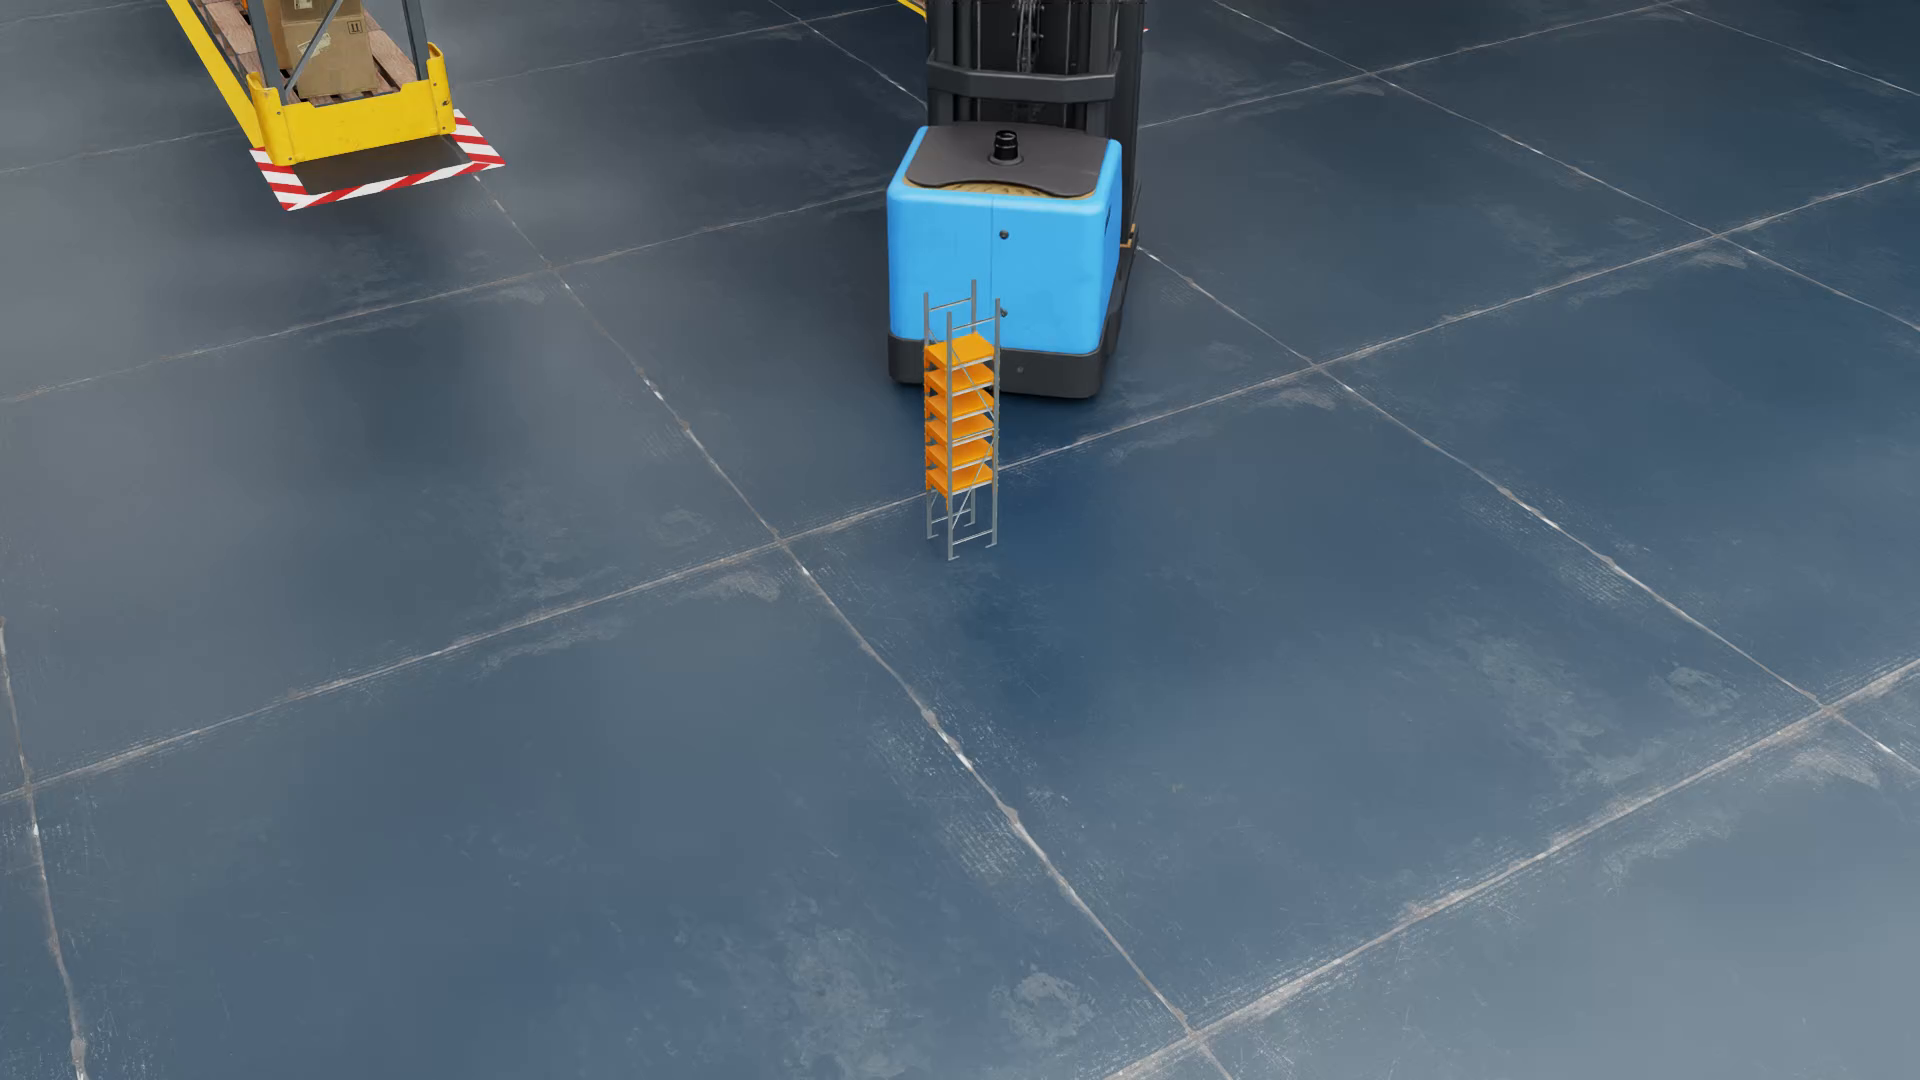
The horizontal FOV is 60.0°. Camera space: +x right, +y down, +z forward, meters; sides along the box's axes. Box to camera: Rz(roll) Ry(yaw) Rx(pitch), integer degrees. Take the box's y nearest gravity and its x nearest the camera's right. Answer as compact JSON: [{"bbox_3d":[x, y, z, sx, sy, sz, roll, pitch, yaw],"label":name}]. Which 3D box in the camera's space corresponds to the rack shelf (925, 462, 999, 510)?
[{"bbox_3d":[0.007,-0.247,7.054,0.258,0.103,0.180,-19,40,-24],"label":"rack shelf"}]

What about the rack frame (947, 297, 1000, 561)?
[{"bbox_3d":[0.053,-0.430,6.822,0.240,1.200,0.006,-19,40,-24],"label":"rack frame"}]

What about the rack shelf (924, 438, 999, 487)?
[{"bbox_3d":[0.007,-0.344,6.983,0.258,0.103,0.180,-19,40,-24],"label":"rack shelf"}]

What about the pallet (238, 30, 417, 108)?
[{"bbox_3d":[-4.261,-3.111,11.330,1.003,0.211,1.213,-19,40,-24],"label":"pallet"}]

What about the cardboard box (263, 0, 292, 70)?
[{"bbox_3d":[-4.474,-3.551,11.333,0.500,0.500,0.500,-9,37,-12],"label":"cardboard box"}]

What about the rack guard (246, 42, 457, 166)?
[{"bbox_3d":[-3.883,-2.803,10.663,1.175,0.500,0.348,-19,40,-24],"label":"rack guard"}]

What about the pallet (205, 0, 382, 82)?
[{"bbox_3d":[-4.869,-3.732,12.181,1.003,0.211,1.213,-19,40,-24],"label":"pallet"}]

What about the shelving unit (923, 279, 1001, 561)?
[{"bbox_3d":[0.007,-0.477,6.886,0.258,1.200,0.189,-19,40,-24],"label":"shelving unit"}]

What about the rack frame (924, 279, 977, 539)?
[{"bbox_3d":[-0.039,-0.524,6.950,0.240,1.200,0.006,-19,40,-24],"label":"rack frame"}]

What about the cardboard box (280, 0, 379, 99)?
[{"bbox_3d":[-4.144,-3.257,10.929,0.500,0.500,0.500,-12,38,-16],"label":"cardboard box"}]

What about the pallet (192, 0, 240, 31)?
[{"bbox_3d":[-5.486,-4.355,13.034,1.003,0.211,1.213,-19,40,-24],"label":"pallet"}]

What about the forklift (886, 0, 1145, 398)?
[{"bbox_3d":[0.416,-2.736,8.510,1.130,2.935,3.031,6,37,8],"label":"forklift"}]

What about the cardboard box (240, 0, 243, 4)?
[{"bbox_3d":[-5.014,-4.174,12.185,0.500,0.500,0.500,-23,42,-28],"label":"cardboard box"}]

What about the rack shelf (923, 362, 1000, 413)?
[{"bbox_3d":[0.007,-0.635,6.771,0.258,0.103,0.180,-19,40,-24],"label":"rack shelf"}]

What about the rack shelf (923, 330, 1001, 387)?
[{"bbox_3d":[0.007,-0.732,6.700,0.258,0.103,0.180,-19,40,-24],"label":"rack shelf"}]

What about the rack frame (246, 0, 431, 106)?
[{"bbox_3d":[-3.845,-3.773,9.873,1.000,3.000,0.127,-19,40,-24],"label":"rack frame"}]

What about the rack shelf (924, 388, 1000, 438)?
[{"bbox_3d":[0.007,-0.538,6.841,0.258,0.103,0.180,-19,40,-24],"label":"rack shelf"}]

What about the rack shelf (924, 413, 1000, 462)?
[{"bbox_3d":[0.007,-0.441,6.912,0.258,0.103,0.180,-19,40,-24],"label":"rack shelf"}]

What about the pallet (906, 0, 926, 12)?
[{"bbox_3d":[0.025,-4.450,13.164,1.003,0.211,1.213,-19,40,-24],"label":"pallet"}]

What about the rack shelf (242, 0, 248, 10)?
[{"bbox_3d":[-4.850,-4.503,11.482,1.077,0.370,4.000,-19,40,-24],"label":"rack shelf"}]
